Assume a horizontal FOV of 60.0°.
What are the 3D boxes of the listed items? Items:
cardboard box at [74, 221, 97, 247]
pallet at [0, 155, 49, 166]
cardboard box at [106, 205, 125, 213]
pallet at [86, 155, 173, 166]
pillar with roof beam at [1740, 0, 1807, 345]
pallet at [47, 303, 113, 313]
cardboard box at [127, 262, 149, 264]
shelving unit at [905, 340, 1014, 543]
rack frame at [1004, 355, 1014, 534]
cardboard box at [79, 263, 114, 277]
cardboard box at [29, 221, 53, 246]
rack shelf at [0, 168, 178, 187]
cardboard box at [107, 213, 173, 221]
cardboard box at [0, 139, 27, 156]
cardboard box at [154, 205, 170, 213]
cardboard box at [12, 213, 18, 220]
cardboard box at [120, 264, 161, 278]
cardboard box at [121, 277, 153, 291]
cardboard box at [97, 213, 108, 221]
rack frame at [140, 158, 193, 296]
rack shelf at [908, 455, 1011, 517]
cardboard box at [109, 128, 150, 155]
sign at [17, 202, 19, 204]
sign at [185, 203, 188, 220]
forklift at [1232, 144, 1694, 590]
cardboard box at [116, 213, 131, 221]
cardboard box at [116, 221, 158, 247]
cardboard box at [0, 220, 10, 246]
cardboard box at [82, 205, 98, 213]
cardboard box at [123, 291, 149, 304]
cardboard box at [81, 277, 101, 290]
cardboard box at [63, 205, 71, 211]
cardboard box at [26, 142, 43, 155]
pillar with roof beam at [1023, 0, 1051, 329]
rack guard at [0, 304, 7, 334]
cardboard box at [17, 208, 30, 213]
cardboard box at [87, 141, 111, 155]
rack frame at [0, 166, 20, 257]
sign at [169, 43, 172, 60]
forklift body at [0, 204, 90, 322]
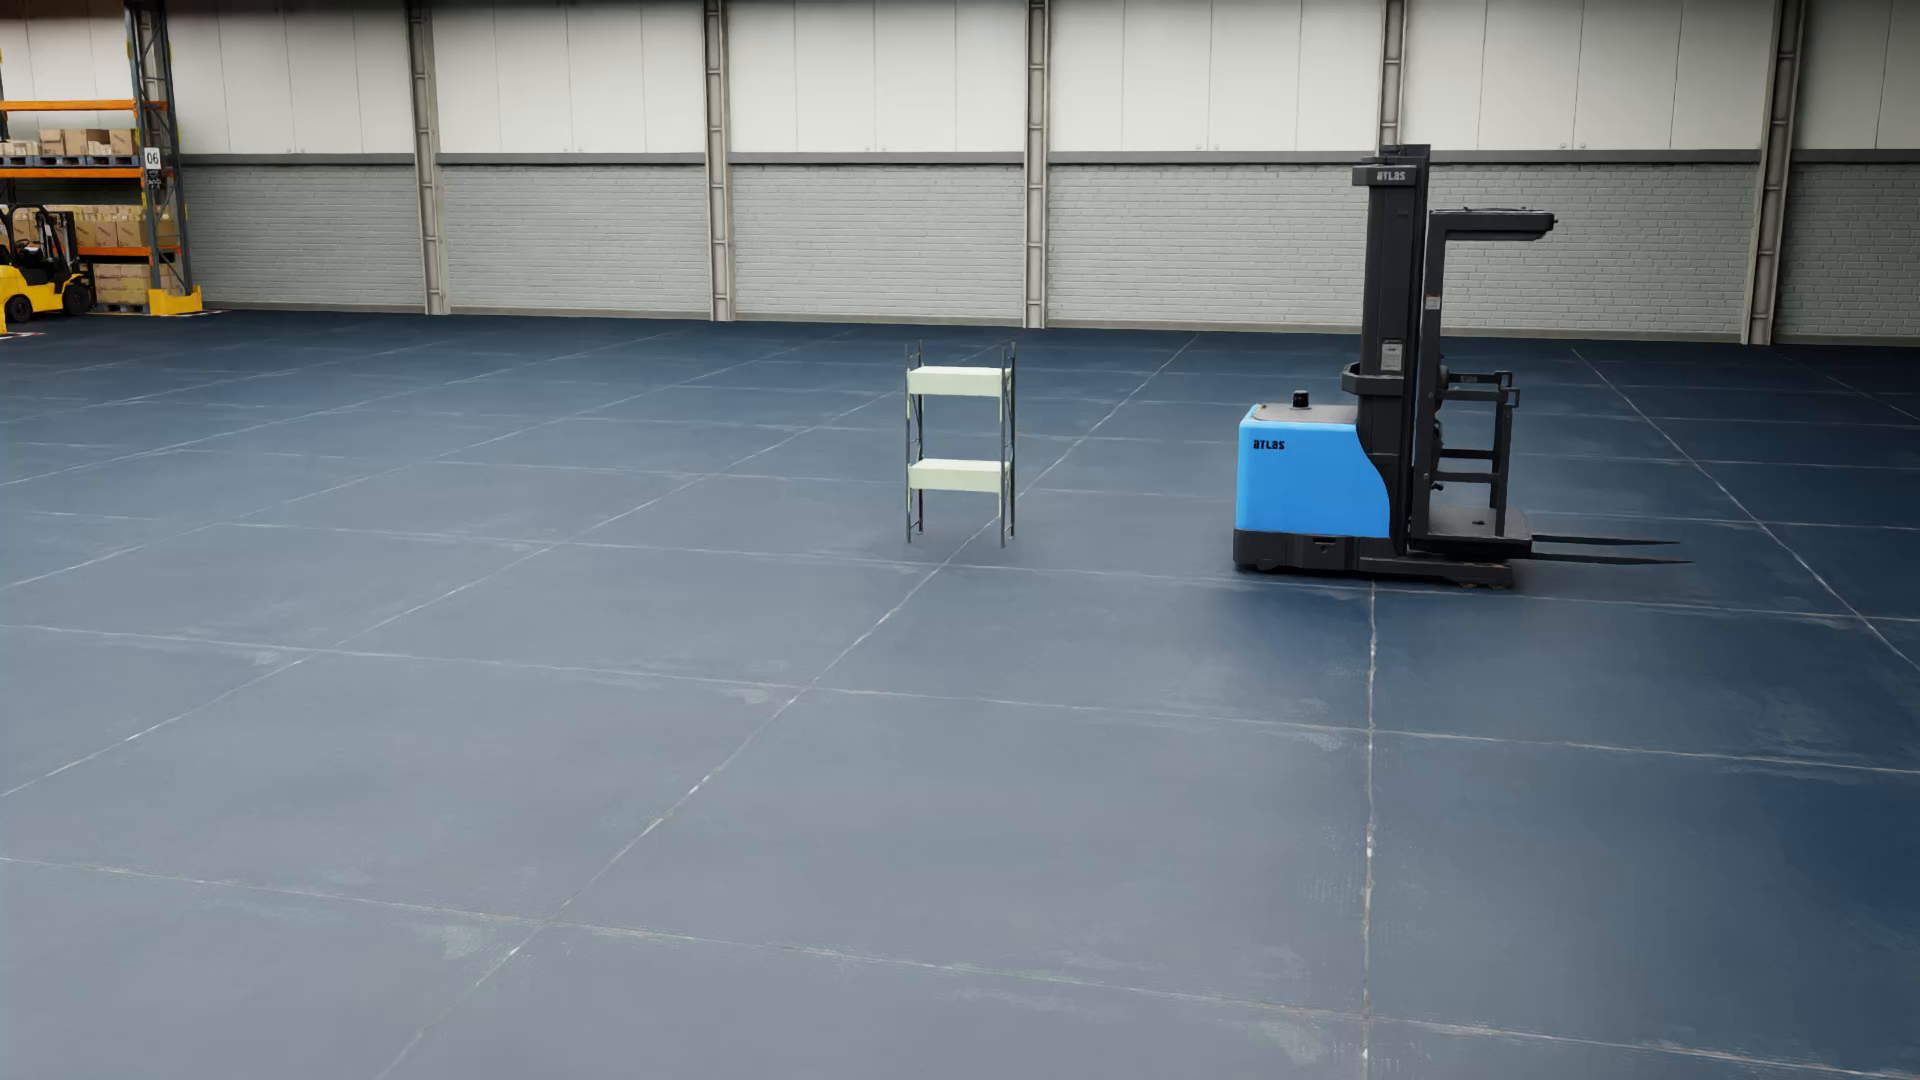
[{"bbox_3d":[-17.198,-6.080,32.984,0.500,0.500,0.500,3,13,12],"label":"cardboard box"},{"bbox_3d":[-18.707,-7.596,33.324,1.213,0.211,1.003,3,13,14],"label":"pallet"},{"bbox_3d":[-16.564,-6.505,32.713,0.250,0.149,0.380,3,13,15],"label":"cardboard box"},{"bbox_3d":[-16.338,-7.469,32.753,1.213,0.211,1.003,3,13,14],"label":"pallet"},{"bbox_3d":[11.977,-6.698,22.148,0.400,9.000,9.100,3,13,14],"label":"pillar with roof beam"},{"bbox_3d":[-17.591,-4.739,33.607,1.213,0.211,1.003,3,13,14],"label":"pallet"},{"bbox_3d":[-16.565,-5.447,33.428,0.500,0.250,0.500,3,13,14],"label":"cardboard box"},{"bbox_3d":[0.003,-0.732,12.571,0.748,1.500,0.431,3,13,14],"label":"shelving unit"},{"bbox_3d":[0.362,-0.713,12.485,0.010,1.308,0.380,3,13,14],"label":"rack frame"},{"bbox_3d":[-17.169,-5.364,33.057,0.500,0.250,0.500,3,13,14],"label":"cardboard box"},{"bbox_3d":[-18.172,-6.135,33.229,0.500,0.500,0.500,3,13,13],"label":"cardboard box"},{"bbox_3d":[-23.379,-6.942,34.623,15.904,1.578,1.077,3,13,14],"label":"rack shelf"},{"bbox_3d":[-16.244,-6.403,32.941,0.794,0.149,0.880,3,13,12],"label":"cardboard box"},{"bbox_3d":[-18.792,-7.794,33.017,0.500,0.311,0.500,3,13,15],"label":"cardboard box"},{"bbox_3d":[-15.933,-6.579,33.046,0.250,0.149,0.380,3,13,12],"label":"cardboard box"},{"bbox_3d":[-18.784,-6.486,33.316,0.250,0.149,0.380,3,13,13],"label":"cardboard box"},{"bbox_3d":[-16.180,-5.315,32.835,0.500,0.250,0.500,4,13,15],"label":"cardboard box"},{"bbox_3d":[-16.205,-5.072,32.894,0.500,0.250,0.500,3,13,13],"label":"cardboard box"},{"bbox_3d":[-16.792,-6.379,32.832,0.250,0.149,0.380,3,13,13],"label":"cardboard box"},{"bbox_3d":[-15.658,-6.006,32.879,0.127,3.000,1.000,3,13,14],"label":"rack frame"},{"bbox_3d":[0.006,-0.414,12.640,0.720,0.370,0.431,3,13,14],"label":"rack shelf"},{"bbox_3d":[-16.146,-7.745,32.359,0.500,0.500,0.500,3,13,15],"label":"cardboard box"},{"bbox_3d":[-19.410,-6.792,34.238,0.005,0.325,0.100,3,13,14],"label":"sign"},{"bbox_3d":[-15.519,-6.584,33.301,0.005,0.325,0.100,3,13,14],"label":"sign"},{"bbox_3d":[3.503,-1.224,11.484,3.031,2.935,1.130,3,13,15],"label":"forklift"},{"bbox_3d":[-18.208,-5.710,30.971,3.004,0.649,4.768,3,13,14],"label":"cardboard box"},{"bbox_3d":[-16.199,-6.025,32.734,0.500,0.500,0.500,3,13,12],"label":"cardboard box"},{"bbox_3d":[-19.173,-6.184,33.452,0.500,0.500,0.500,3,13,12],"label":"cardboard box"},{"bbox_3d":[-17.067,-6.524,32.798,0.250,0.149,0.380,3,13,15],"label":"cardboard box"},{"bbox_3d":[-16.190,-4.826,32.941,0.500,0.250,0.500,3,13,14],"label":"cardboard box"},{"bbox_3d":[-17.196,-5.123,33.123,0.500,0.250,0.500,3,13,12],"label":"cardboard box"},{"bbox_3d":[-17.547,-6.569,33.003,0.250,0.149,0.380,3,13,14],"label":"cardboard box"},{"bbox_3d":[-18.173,-7.725,32.813,0.258,0.266,0.396,3,13,12],"label":"cardboard box"},{"bbox_3d":[0.326,-7.321,24.955,0.400,9.000,9.100,3,13,14],"label":"pillar with roof beam"},{"bbox_3d":[-16.917,-3.746,28.462,0.348,0.500,1.175,3,13,14],"label":"rack guard"},{"bbox_3d":[-18.552,-6.604,33.161,0.250,0.149,0.380,3,13,15],"label":"cardboard box"},{"bbox_3d":[-16.781,-7.651,32.477,0.258,0.266,0.396,3,13,14],"label":"cardboard box"},{"bbox_3d":[-19.541,-6.213,33.814,0.127,3.000,1.000,3,13,14],"label":"rack frame"},{"bbox_3d":[-15.519,-9.584,32.635,0.005,0.325,0.100,3,13,14],"label":"sign"},{"bbox_3d":[-17.936,-5.306,31.685,1.214,2.155,2.313,3,13,14],"label":"forklift body"}]
